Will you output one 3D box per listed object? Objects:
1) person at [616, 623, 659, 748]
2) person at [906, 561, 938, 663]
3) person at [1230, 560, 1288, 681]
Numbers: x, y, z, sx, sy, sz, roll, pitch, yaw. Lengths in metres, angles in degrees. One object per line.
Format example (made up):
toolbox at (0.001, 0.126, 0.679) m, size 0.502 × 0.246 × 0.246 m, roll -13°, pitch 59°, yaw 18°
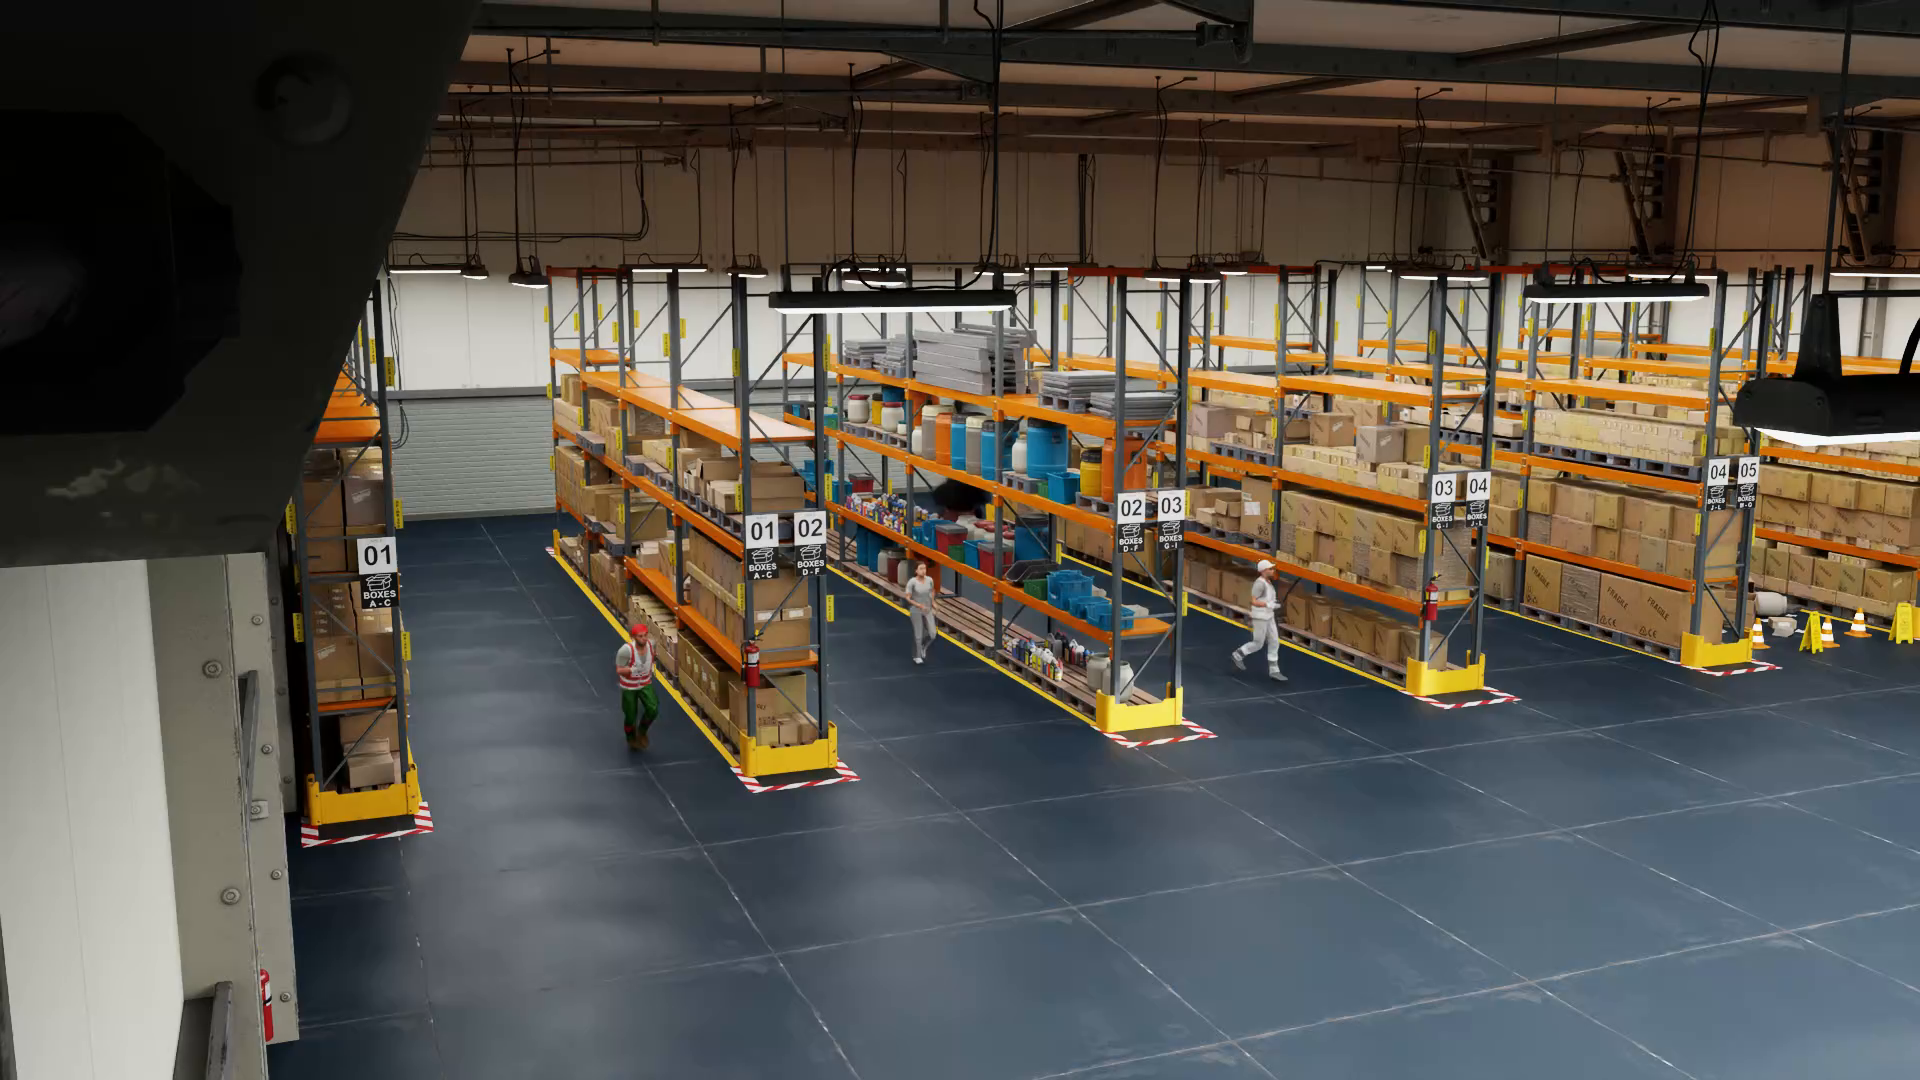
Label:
person at (-4.046, 1.851, 20.948) m, size 0.631 × 1.697 × 0.859 m, roll -6°, pitch 11°, yaw -30°
person at (-0.568, 1.117, 25.473) m, size 0.543 × 1.625 × 0.637 m, roll -4°, pitch 11°, yaw -24°
person at (4.460, 1.181, 24.717) m, size 0.917 × 1.796 × 0.638 m, roll 6°, pitch 12°, yaw 31°
